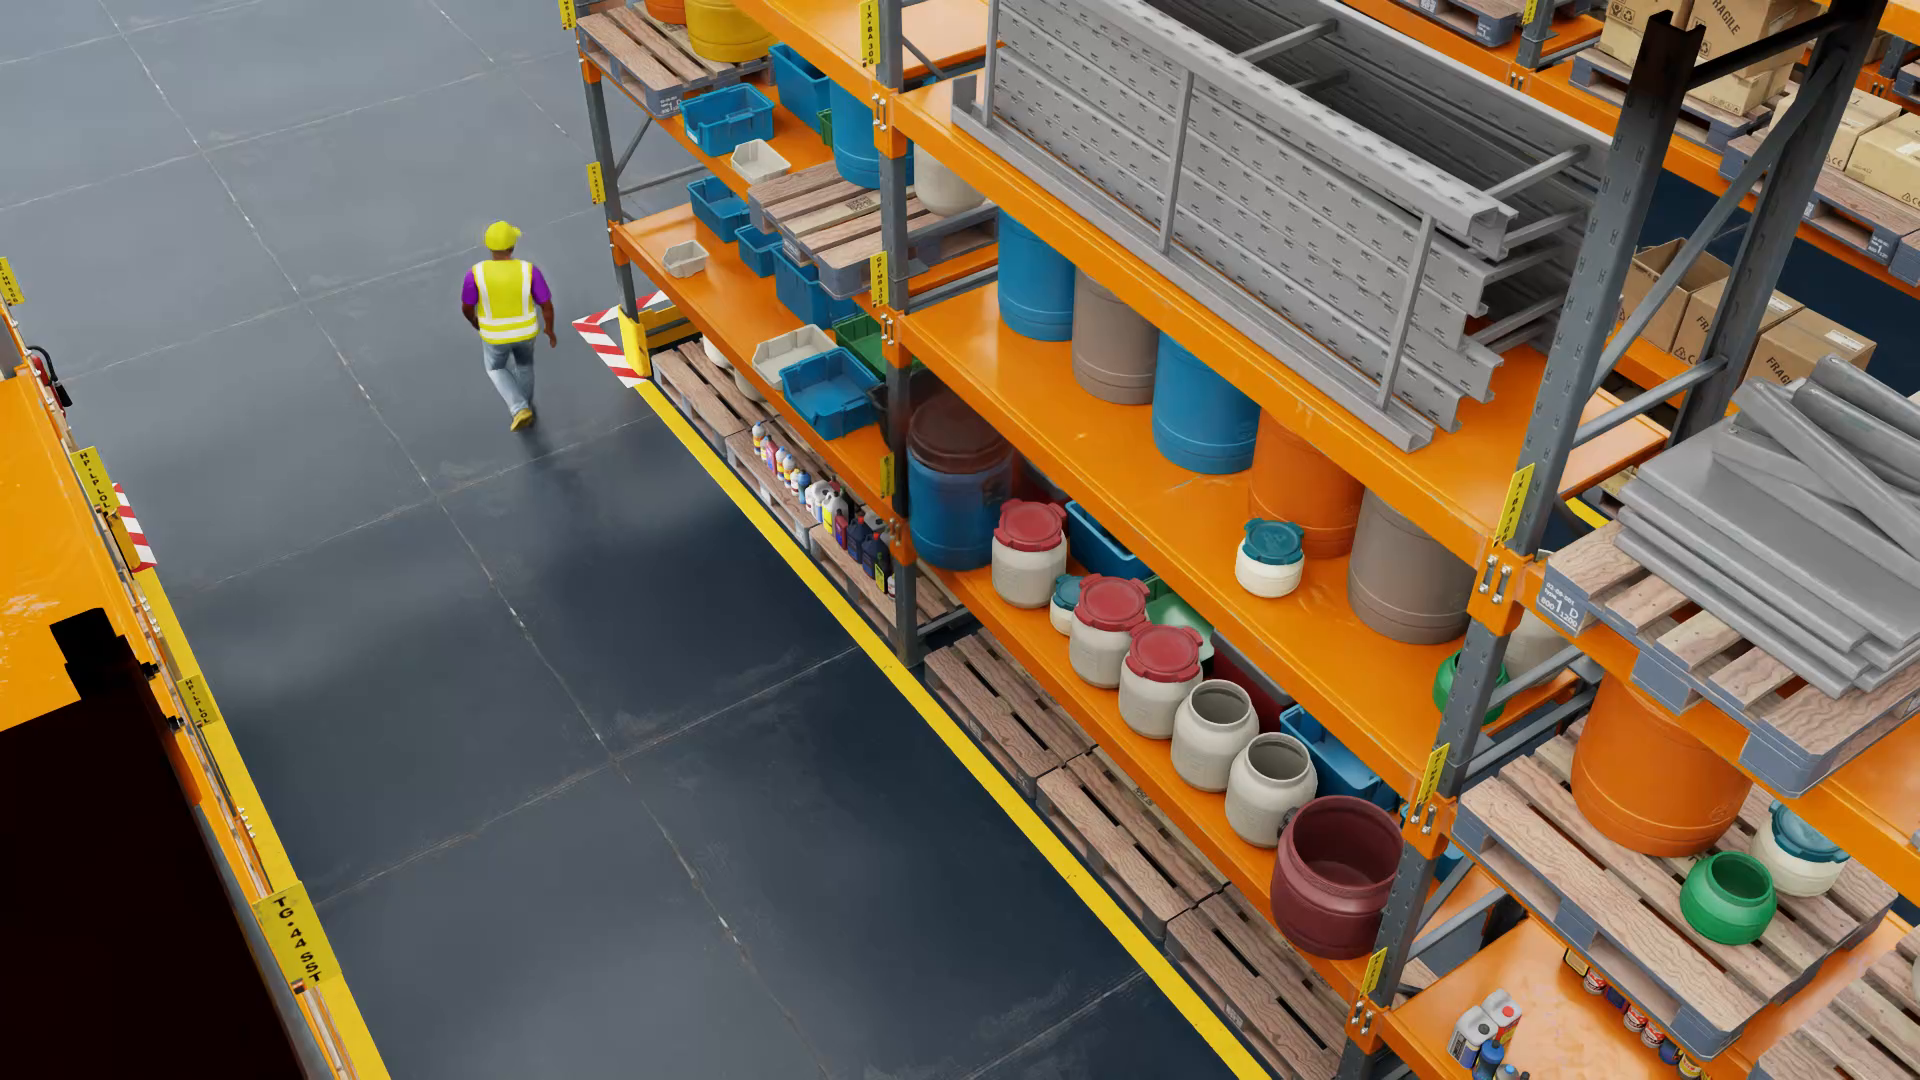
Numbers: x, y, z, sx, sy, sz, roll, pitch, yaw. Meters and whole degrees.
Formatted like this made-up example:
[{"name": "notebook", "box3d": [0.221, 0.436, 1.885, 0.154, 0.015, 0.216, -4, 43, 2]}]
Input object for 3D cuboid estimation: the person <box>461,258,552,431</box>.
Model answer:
[{"name": "person", "box3d": [-3.249, -1.418, 12.210, 0.618, 1.491, 0.645, -15, 45, -15]}]
